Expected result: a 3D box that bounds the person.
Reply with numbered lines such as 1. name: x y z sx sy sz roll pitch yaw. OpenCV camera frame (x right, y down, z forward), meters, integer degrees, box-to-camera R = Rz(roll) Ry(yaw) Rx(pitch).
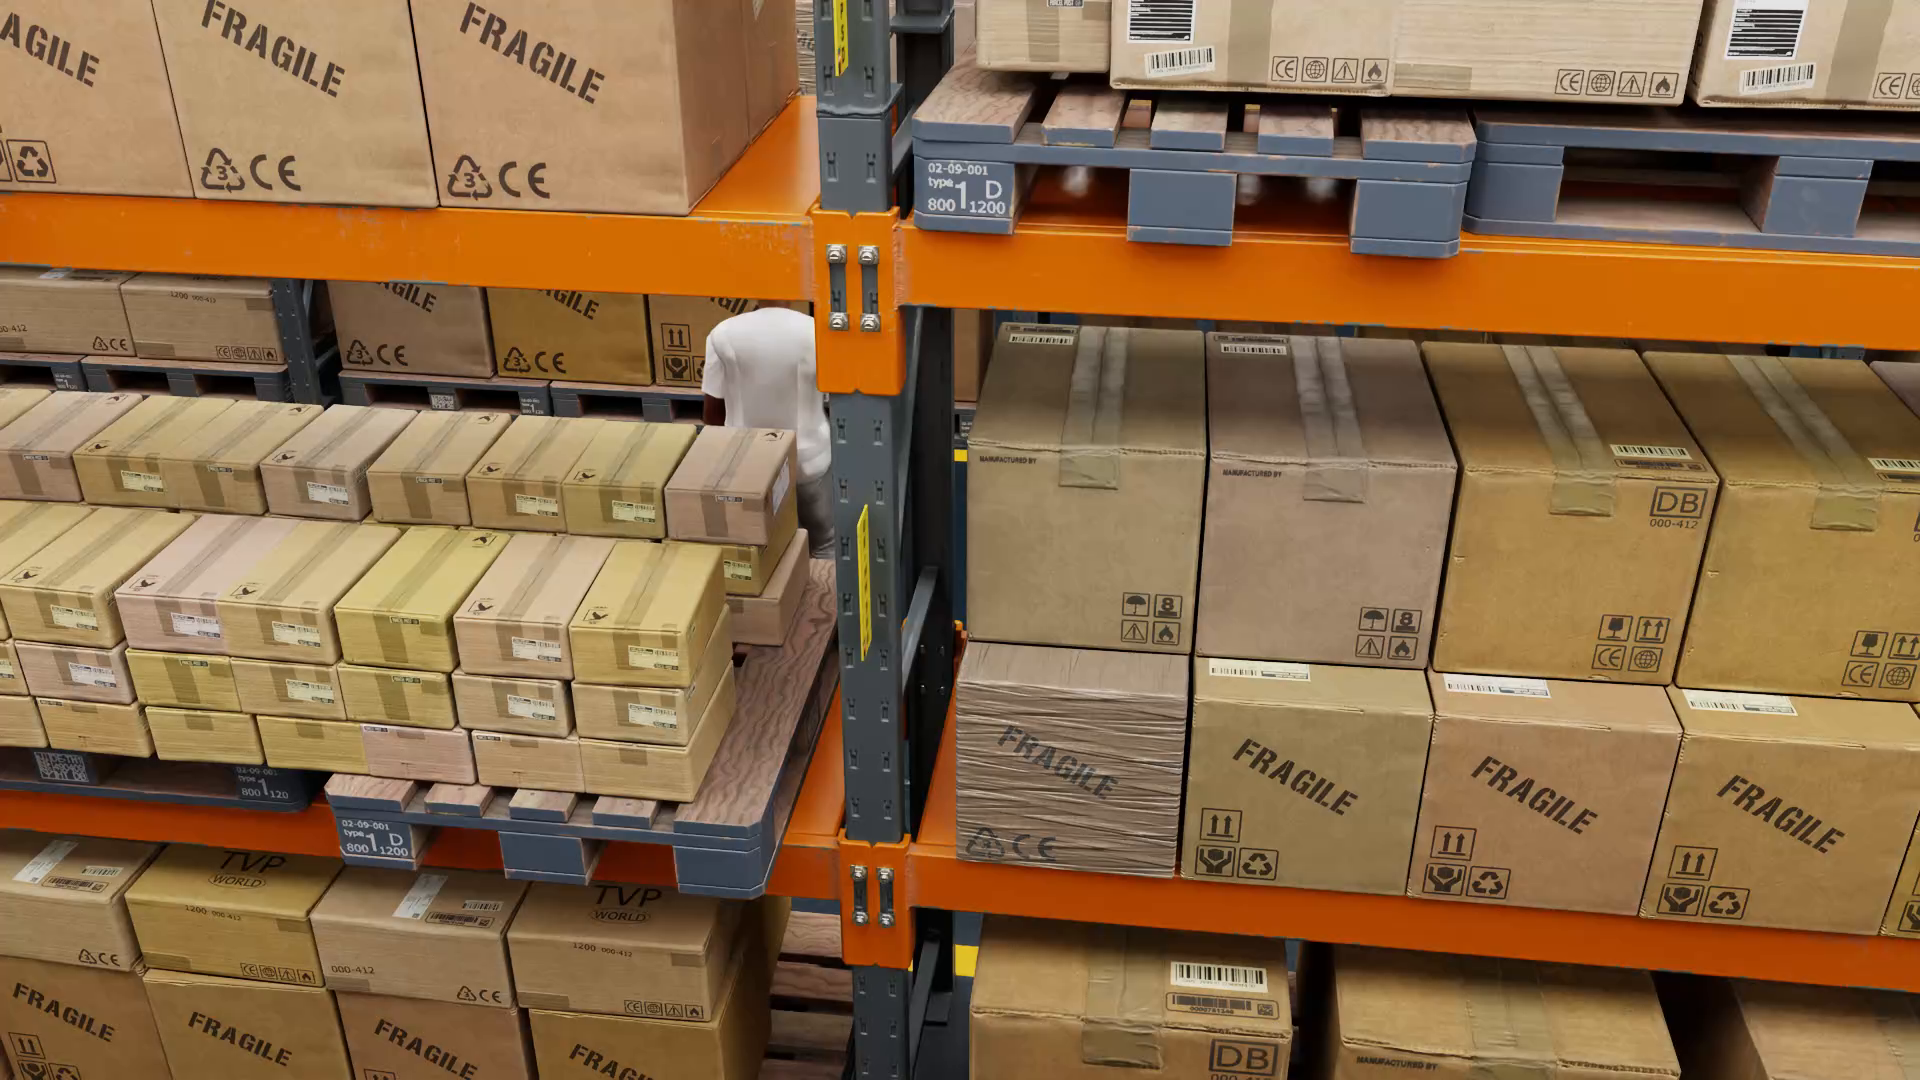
1. person: -0.713 -0.342 6.743 0.619 1.759 0.461 2 28 4
